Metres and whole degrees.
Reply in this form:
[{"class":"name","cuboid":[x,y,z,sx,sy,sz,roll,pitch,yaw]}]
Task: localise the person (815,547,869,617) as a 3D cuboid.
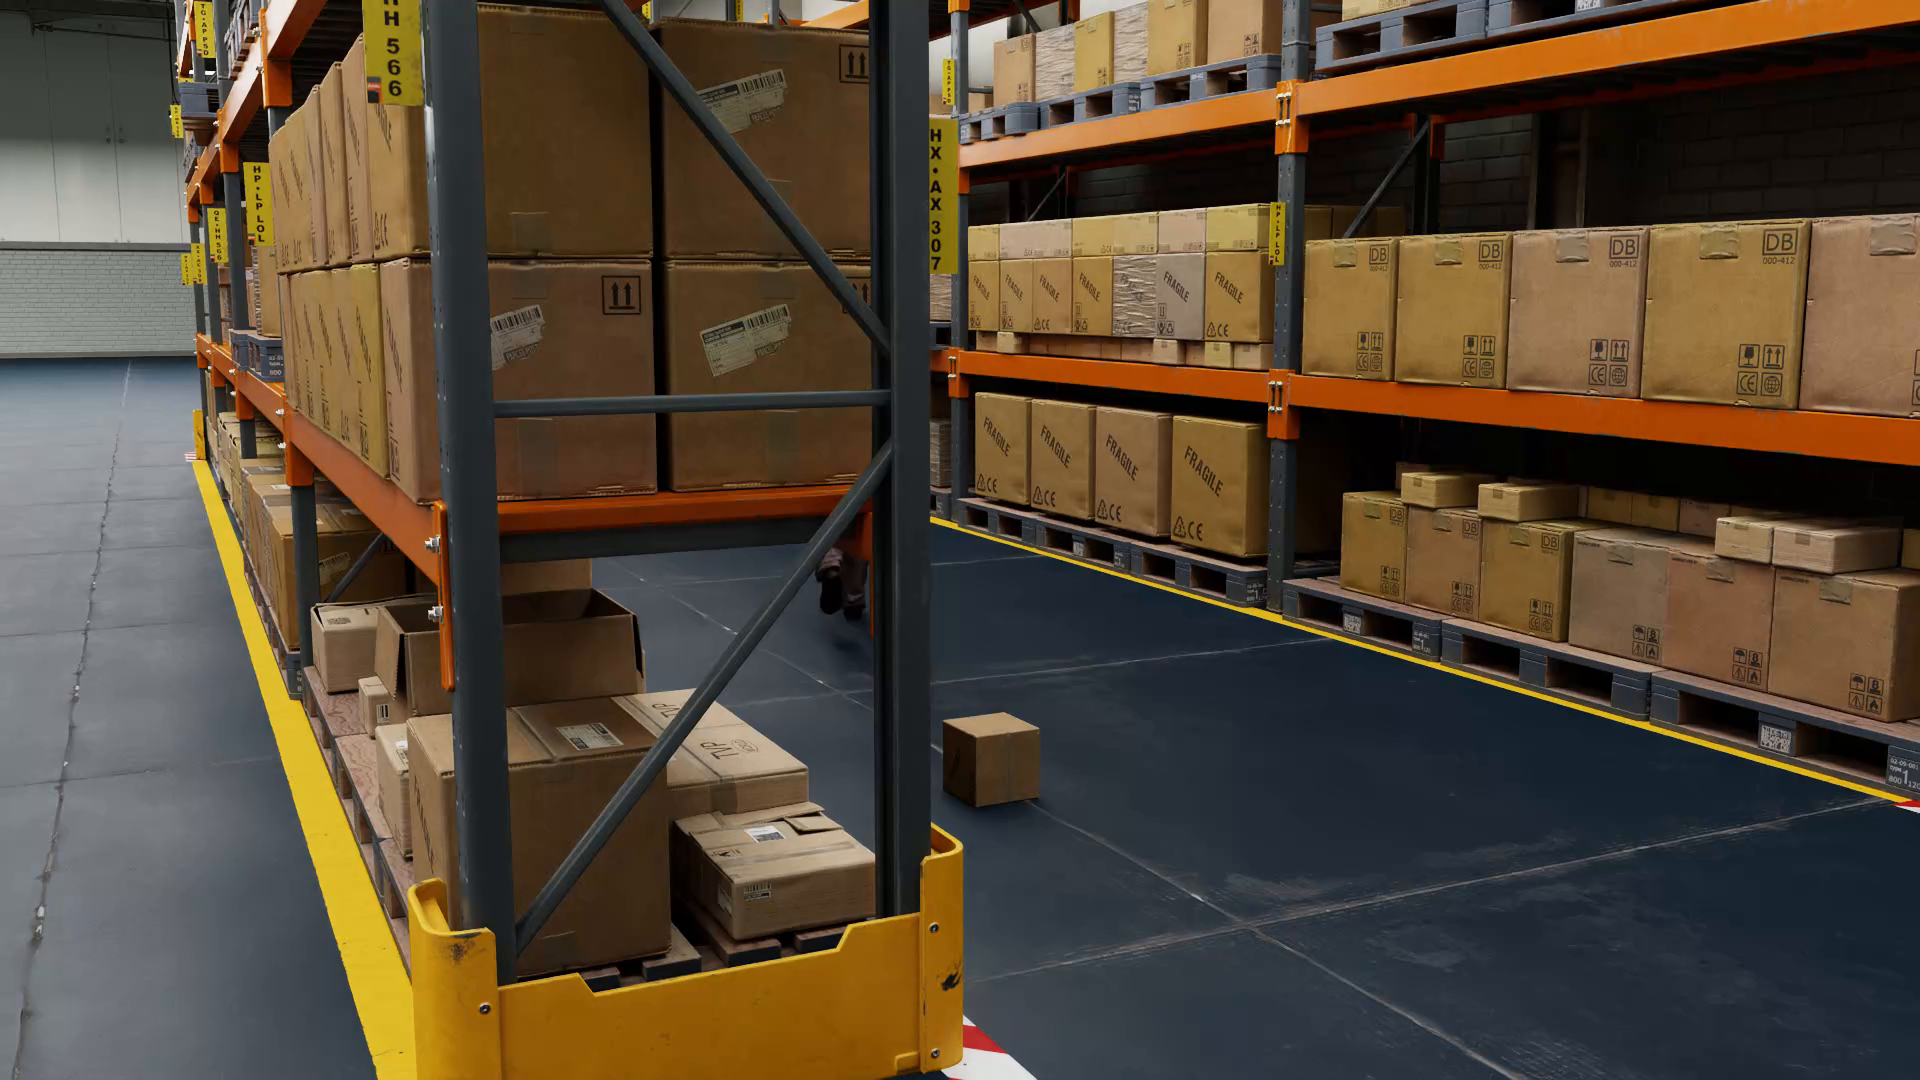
[{"class":"person","cuboid":[-0.611,-0.426,8.697,0.542,1.703,0.679,-1,9,-9]}]
